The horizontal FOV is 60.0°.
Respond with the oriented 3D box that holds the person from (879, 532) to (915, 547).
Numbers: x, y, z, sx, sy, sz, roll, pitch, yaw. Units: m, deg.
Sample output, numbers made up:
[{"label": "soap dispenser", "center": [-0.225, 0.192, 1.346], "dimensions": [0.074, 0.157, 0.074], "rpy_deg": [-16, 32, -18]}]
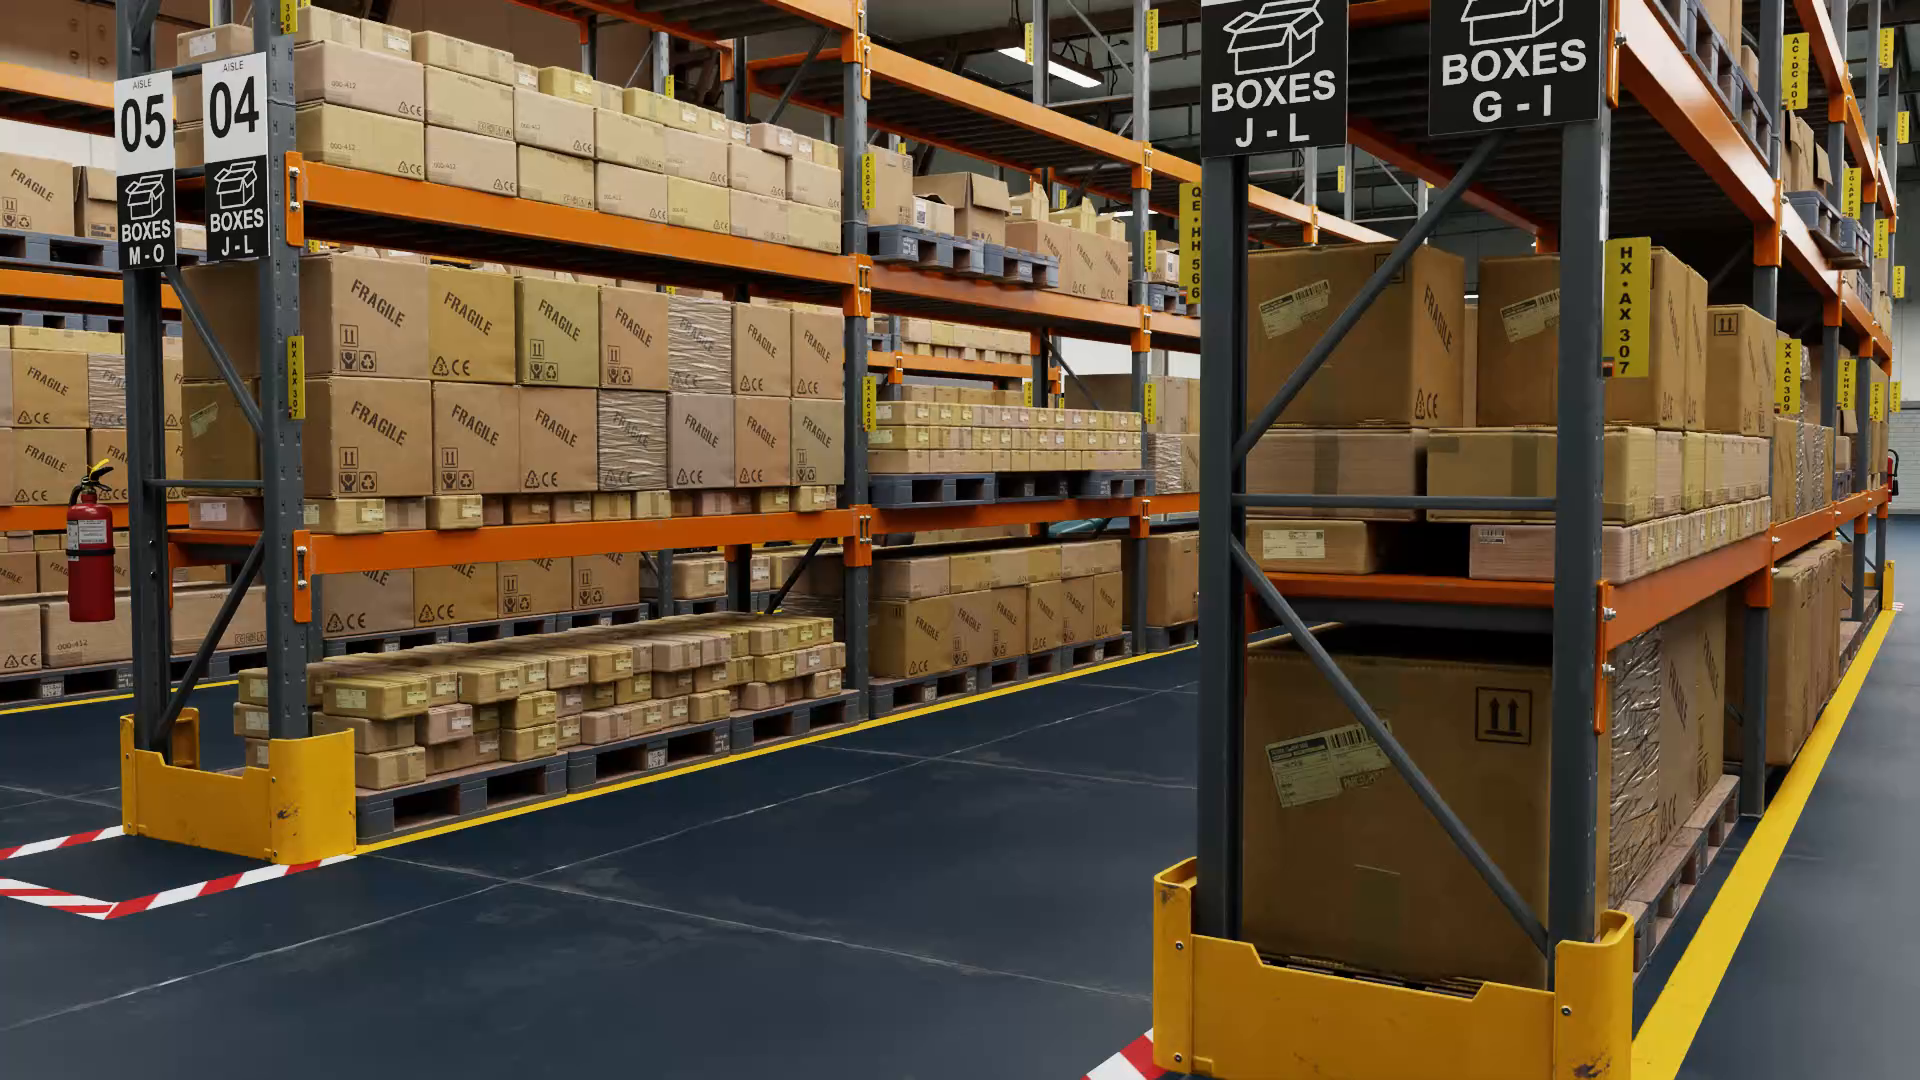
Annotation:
[{"label": "person", "center": [-0.646, -0.051, 16.640], "dimensions": [0.351, 1.654, 0.531], "rpy_deg": [2, 3, 28]}]
